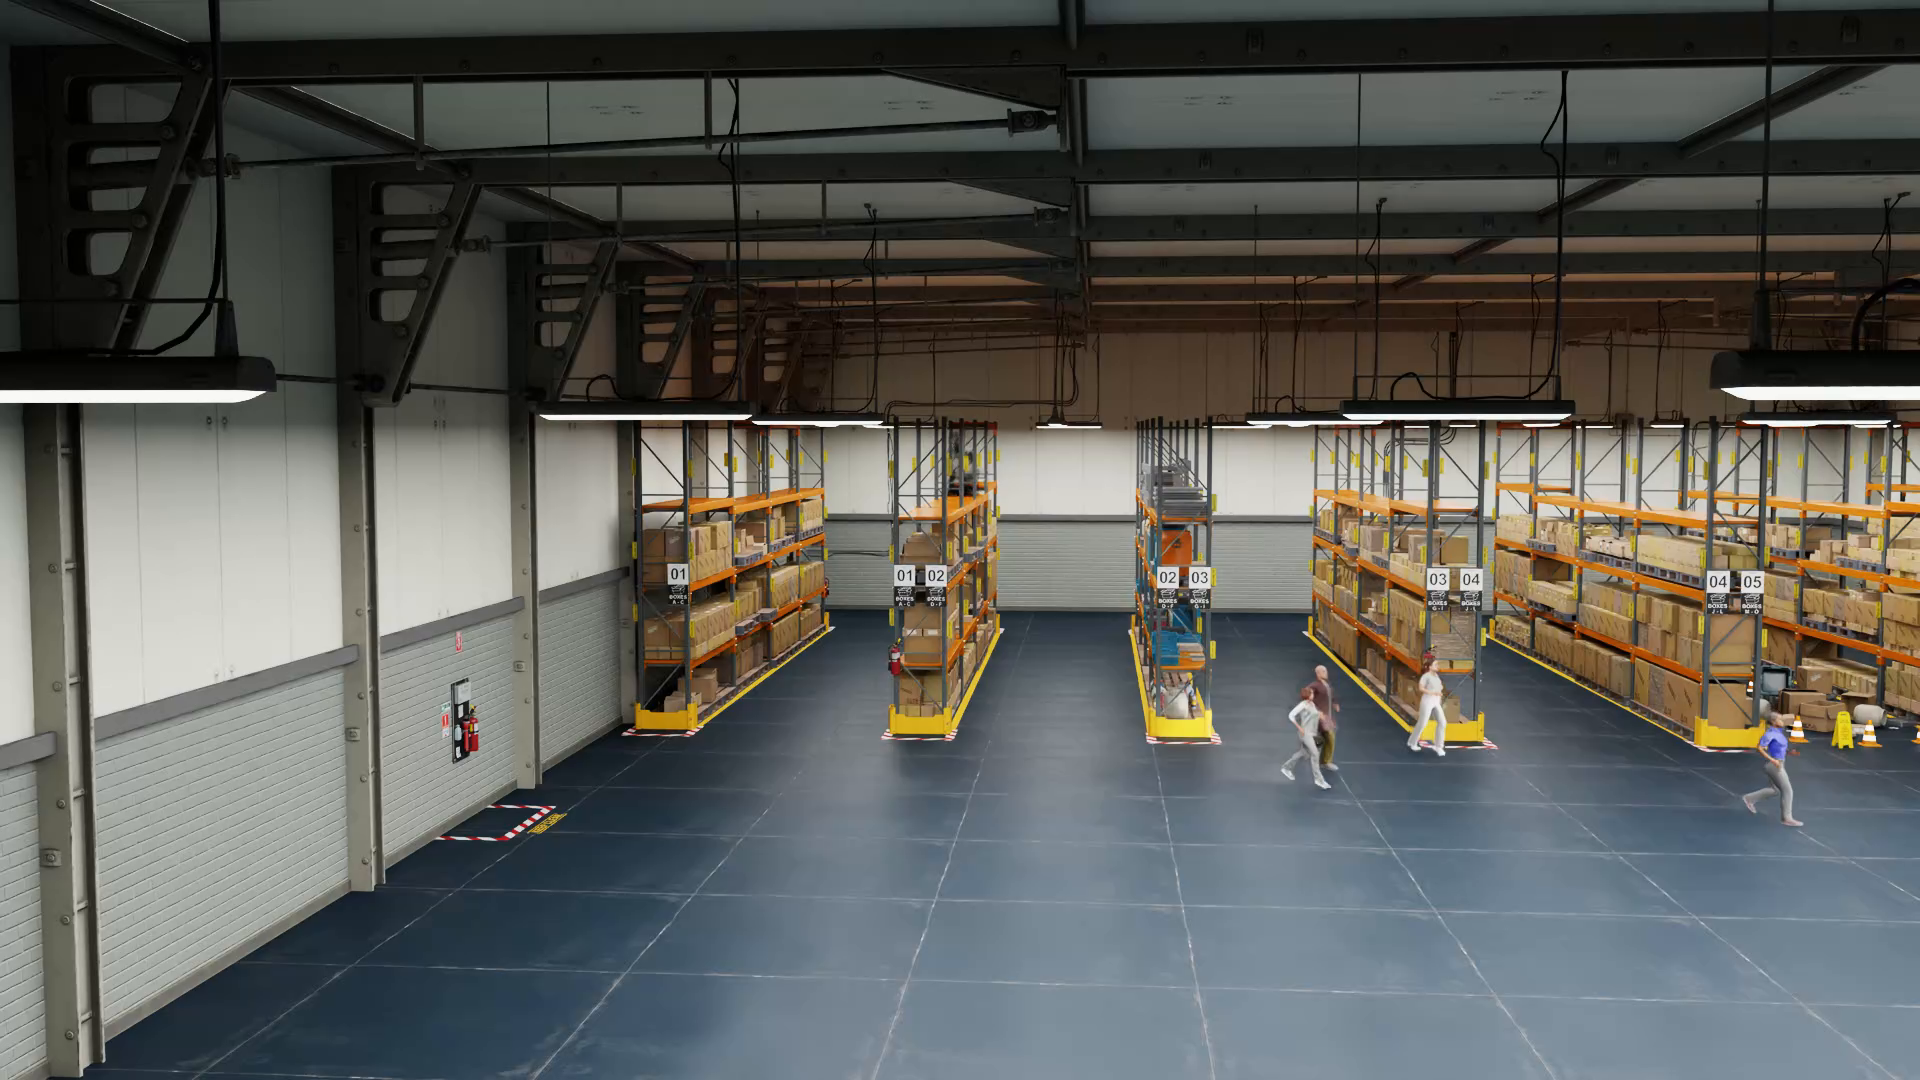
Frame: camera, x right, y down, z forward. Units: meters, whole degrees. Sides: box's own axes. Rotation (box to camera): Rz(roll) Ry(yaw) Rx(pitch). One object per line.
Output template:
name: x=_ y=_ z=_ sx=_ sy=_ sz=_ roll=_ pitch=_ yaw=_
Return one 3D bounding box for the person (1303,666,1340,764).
person: x=6.121 y=3.005 z=28.320 sx=0.635 sy=1.597 sz=0.706 roll=3 pitch=5 yaw=41

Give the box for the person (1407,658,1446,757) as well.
person: x=8.380 y=2.951 z=29.574 sx=0.589 sy=1.708 sz=0.728 roll=-2 pitch=4 yaw=-33

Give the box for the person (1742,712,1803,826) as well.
person: x=11.863 y=3.363 z=24.266 sx=0.851 sy=1.532 sz=0.588 roll=3 pitch=5 yaw=36

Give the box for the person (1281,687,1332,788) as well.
person: x=5.574 y=3.157 z=26.748 sx=0.867 sy=1.591 sz=0.528 roll=2 pitch=4 yaw=28
